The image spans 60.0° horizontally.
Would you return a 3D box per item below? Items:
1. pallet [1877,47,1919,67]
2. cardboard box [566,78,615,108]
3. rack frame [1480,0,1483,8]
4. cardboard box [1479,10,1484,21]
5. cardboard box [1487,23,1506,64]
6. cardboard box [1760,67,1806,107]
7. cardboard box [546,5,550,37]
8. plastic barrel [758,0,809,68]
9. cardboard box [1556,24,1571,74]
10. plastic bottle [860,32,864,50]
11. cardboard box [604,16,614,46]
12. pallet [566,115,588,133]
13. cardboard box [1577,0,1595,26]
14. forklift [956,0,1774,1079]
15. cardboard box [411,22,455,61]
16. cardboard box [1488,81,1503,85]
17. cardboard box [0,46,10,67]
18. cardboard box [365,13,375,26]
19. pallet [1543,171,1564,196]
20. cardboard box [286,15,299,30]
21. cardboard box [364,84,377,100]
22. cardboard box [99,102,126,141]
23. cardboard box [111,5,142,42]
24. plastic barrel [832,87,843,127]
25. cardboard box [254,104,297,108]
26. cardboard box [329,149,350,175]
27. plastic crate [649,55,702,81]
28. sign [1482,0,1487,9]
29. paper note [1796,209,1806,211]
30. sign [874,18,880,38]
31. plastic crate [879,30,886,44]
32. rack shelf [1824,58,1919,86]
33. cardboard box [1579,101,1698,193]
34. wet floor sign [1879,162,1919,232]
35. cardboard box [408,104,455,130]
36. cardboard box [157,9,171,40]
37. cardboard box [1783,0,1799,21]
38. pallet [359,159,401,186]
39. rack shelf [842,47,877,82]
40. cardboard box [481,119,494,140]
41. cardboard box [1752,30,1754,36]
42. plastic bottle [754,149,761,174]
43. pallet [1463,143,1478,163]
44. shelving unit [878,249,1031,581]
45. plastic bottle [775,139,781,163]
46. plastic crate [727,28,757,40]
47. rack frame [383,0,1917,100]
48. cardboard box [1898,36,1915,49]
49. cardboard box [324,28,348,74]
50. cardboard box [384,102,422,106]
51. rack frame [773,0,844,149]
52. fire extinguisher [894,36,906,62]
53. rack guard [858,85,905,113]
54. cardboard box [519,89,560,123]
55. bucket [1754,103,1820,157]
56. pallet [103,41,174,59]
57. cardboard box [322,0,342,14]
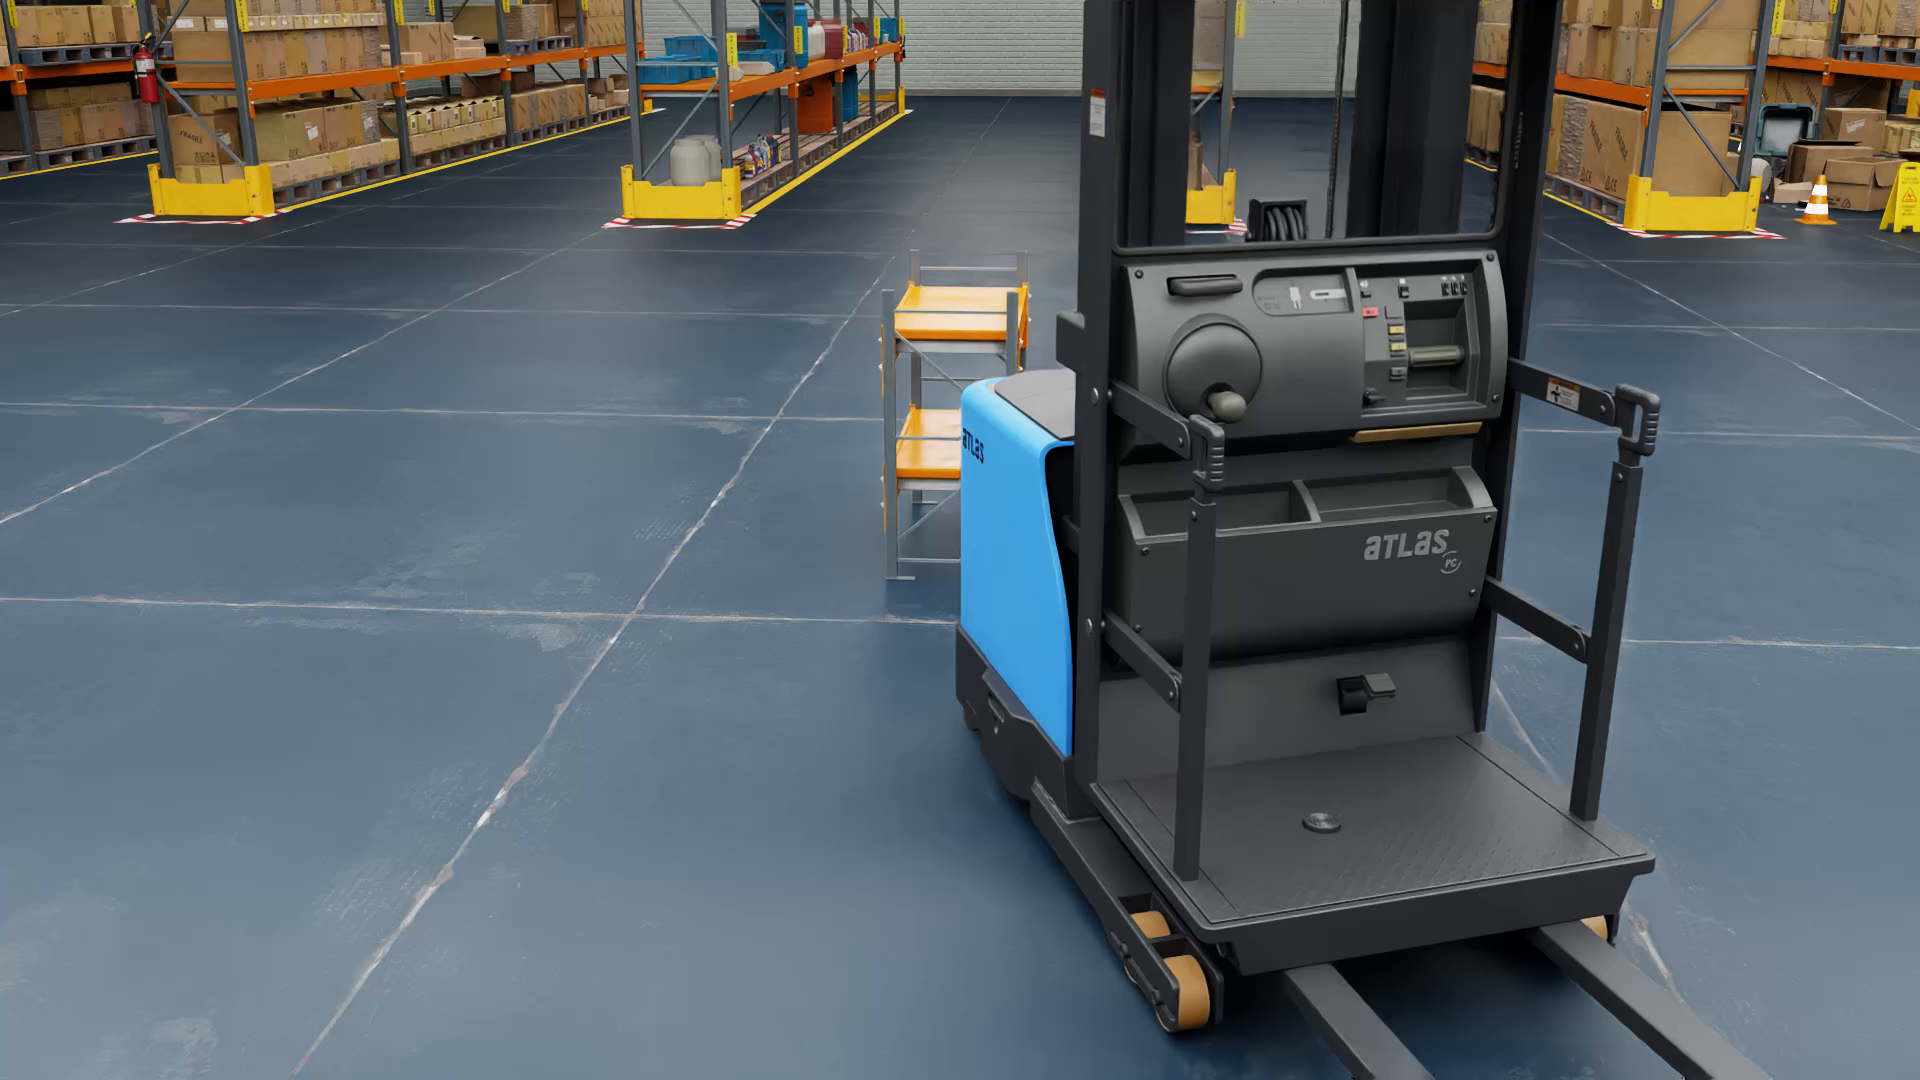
[{"bbox_3d":[12.499,-6.161,21.215,1.003,0.211,1.213,1,18,4],"label":"pallet"},{"bbox_3d":[-6.748,-8.160,30.311,0.797,0.503,0.637,1,18,4],"label":"cardboard box"},{"bbox_3d":[7.943,-8.189,27.097,1.000,3.000,0.127,1,18,4],"label":"rack frame"},{"bbox_3d":[7.234,-7.472,23.683,0.380,0.149,0.250,1,18,2],"label":"cardboard box"},{"bbox_3d":[7.284,-6.546,21.923,0.500,0.500,0.500,1,18,4],"label":"cardboard box"},{"bbox_3d":[12.866,-6.825,25.672,0.875,0.875,0.875,2,18,6],"label":"cardboard box"},{"bbox_3d":[-7.121,-8.443,27.039,0.700,0.500,0.500,4,19,13],"label":"cardboard box"},{"bbox_3d":[-2.181,-6.309,20.553,0.600,0.901,0.708,1,18,4],"label":"plastic barrel"},{"bbox_3d":[7.355,-5.661,19.141,0.875,0.550,0.550,1,18,4],"label":"cardboard box"},{"bbox_3d":[-1.614,-8.184,27.269,0.061,0.283,0.133,1,18,4],"label":"plastic bottle"},{"bbox_3d":[-6.498,-9.068,29.618,0.500,0.500,0.500,1,18,4],"label":"cardboard box"},{"bbox_3d":[-6.898,-6.975,27.870,1.003,0.211,1.213,1,18,4],"label":"pallet"},{"bbox_3d":[7.209,-5.837,17.944,0.875,0.550,0.550,1,18,4],"label":"cardboard box"},{"bbox_3d":[0.885,-0.452,3.597,1.130,2.935,3.031,-5,19,-15],"label":"forklift"},{"bbox_3d":[-7.269,-6.837,22.811,0.500,0.500,0.500,0,18,1],"label":"cardboard box"},{"bbox_3d":[7.947,-6.524,24.150,0.500,0.250,0.500,0,18,1],"label":"cardboard box"},{"bbox_3d":[-12.124,-5.963,20.511,0.500,0.250,0.500,1,18,4],"label":"cardboard box"},{"bbox_3d":[-7.277,-6.259,20.004,0.380,0.149,0.250,1,18,3],"label":"cardboard box"},{"bbox_3d":[7.237,-4.145,19.233,1.003,0.211,1.213,1,18,4],"label":"pallet"},{"bbox_3d":[-7.423,-5.620,18.055,0.380,0.149,0.250,1,18,2],"label":"cardboard box"},{"bbox_3d":[-11.518,-8.542,31.514,0.700,0.500,0.500,1,18,4],"label":"cardboard box"},{"bbox_3d":[-12.266,-5.905,23.434,0.700,0.500,0.500,1,18,4],"label":"cardboard box"},{"bbox_3d":[-12.142,-7.357,23.690,0.700,0.500,0.500,0,18,-1],"label":"cardboard box"},{"bbox_3d":[-2.125,-6.756,25.923,0.600,0.588,0.708,1,18,4],"label":"plastic barrel"},{"bbox_3d":[-7.902,-4.715,19.033,0.500,0.500,0.500,1,18,4],"label":"cardboard box"},{"bbox_3d":[-7.369,-4.347,19.113,0.500,0.250,0.500,1,18,4],"label":"cardboard box"},{"bbox_3d":[-3.008,-5.008,17.628,0.499,0.251,0.408,1,18,4],"label":"plastic crate"},{"bbox_3d":[8.497,-8.728,26.883,0.100,0.325,0.005,1,18,4],"label":"sign"},{"bbox_3d":[8.885,-3.487,17.517,0.144,0.017,0.142,8,20,23],"label":"paper note"},{"bbox_3d":[-1.389,-8.560,27.786,0.100,0.325,0.005,1,18,4],"label":"sign"},{"bbox_3d":[-1.542,-8.989,29.713,0.416,0.233,0.300,1,18,4],"label":"plastic crate"},{"bbox_3d":[12.457,-5.905,21.281,1.077,0.370,4.000,1,18,4],"label":"rack shelf"},{"bbox_3d":[7.126,-4.137,17.470,0.875,0.875,0.875,1,18,3],"label":"cardboard box"},{"bbox_3d":[9.055,-3.290,15.928,0.267,0.644,0.232,-2,18,-6],"label":"wet floor sign"},{"bbox_3d":[-7.096,-5.667,22.242,0.500,0.311,0.500,1,18,2],"label":"cardboard box"},{"bbox_3d":[-11.816,-7.764,25.130,0.500,0.500,0.500,2,18,6],"label":"cardboard box"},{"bbox_3d":[12.448,-7.870,24.358,0.500,0.500,0.500,1,18,4],"label":"cardboard box"},{"bbox_3d":[-7.550,-4.498,20.310,1.003,0.211,1.213,1,18,4],"label":"pallet"},{"bbox_3d":[-2.081,-7.479,26.085,1.077,0.370,4.000,1,18,4],"label":"rack shelf"},{"bbox_3d":[-6.992,-5.875,23.777,0.500,0.250,0.500,1,18,3],"label":"cardboard box"},{"bbox_3d":[12.565,-7.983,25.908,0.500,0.250,0.500,2,18,5],"label":"cardboard box"},{"bbox_3d":[-2.325,-4.321,18.968,0.097,0.271,0.097,0,18,0],"label":"plastic bottle"},{"bbox_3d":[7.524,-5.378,22.998,1.003,0.211,1.213,1,18,4],"label":"pallet"},{"bbox_3d":[0.000,-0.537,6.754,0.538,1.125,1.048,1,18,4],"label":"shelving unit"},{"bbox_3d":[-2.216,-4.719,20.162,0.061,0.283,0.133,2,18,7],"label":"plastic bottle"},{"bbox_3d":[-2.781,-6.145,20.756,0.402,0.464,0.583,1,18,4],"label":"plastic crate"},{"bbox_3d":[0.221,-8.039,26.640,25.305,3.000,10.397,1,18,4],"label":"rack frame"},{"bbox_3d":[12.228,-6.350,21.214,0.380,0.149,0.250,2,18,6],"label":"cardboard box"},{"bbox_3d":[-7.548,-5.659,19.215,0.700,0.500,0.500,2,18,5],"label":"cardboard box"},{"bbox_3d":[-7.599,-5.833,22.748,0.500,0.311,0.500,1,18,3],"label":"cardboard box"},{"bbox_3d":[-2.224,-7.199,24.077,1.000,3.000,0.127,1,18,4],"label":"rack frame"},{"bbox_3d":[-1.187,-9.507,31.842,0.296,0.674,0.183,1,18,4],"label":"fire extinguisher"},{"bbox_3d":[-1.662,-8.504,32.073,1.175,0.500,0.348,1,18,4],"label":"rack guard"},{"bbox_3d":[-6.742,-6.948,26.618,0.500,0.500,0.500,1,18,2],"label":"cardboard box"},{"bbox_3d":[9.659,-4.777,19.502,0.726,0.611,0.620,8,10,23],"label":"bucket"},{"bbox_3d":[-12.051,-7.106,24.099,1.213,0.211,1.003,1,18,4],"label":"pallet"},{"bbox_3d":[-7.548,-6.282,19.035,0.700,0.500,0.500,1,18,4],"label":"cardboard box"}]
